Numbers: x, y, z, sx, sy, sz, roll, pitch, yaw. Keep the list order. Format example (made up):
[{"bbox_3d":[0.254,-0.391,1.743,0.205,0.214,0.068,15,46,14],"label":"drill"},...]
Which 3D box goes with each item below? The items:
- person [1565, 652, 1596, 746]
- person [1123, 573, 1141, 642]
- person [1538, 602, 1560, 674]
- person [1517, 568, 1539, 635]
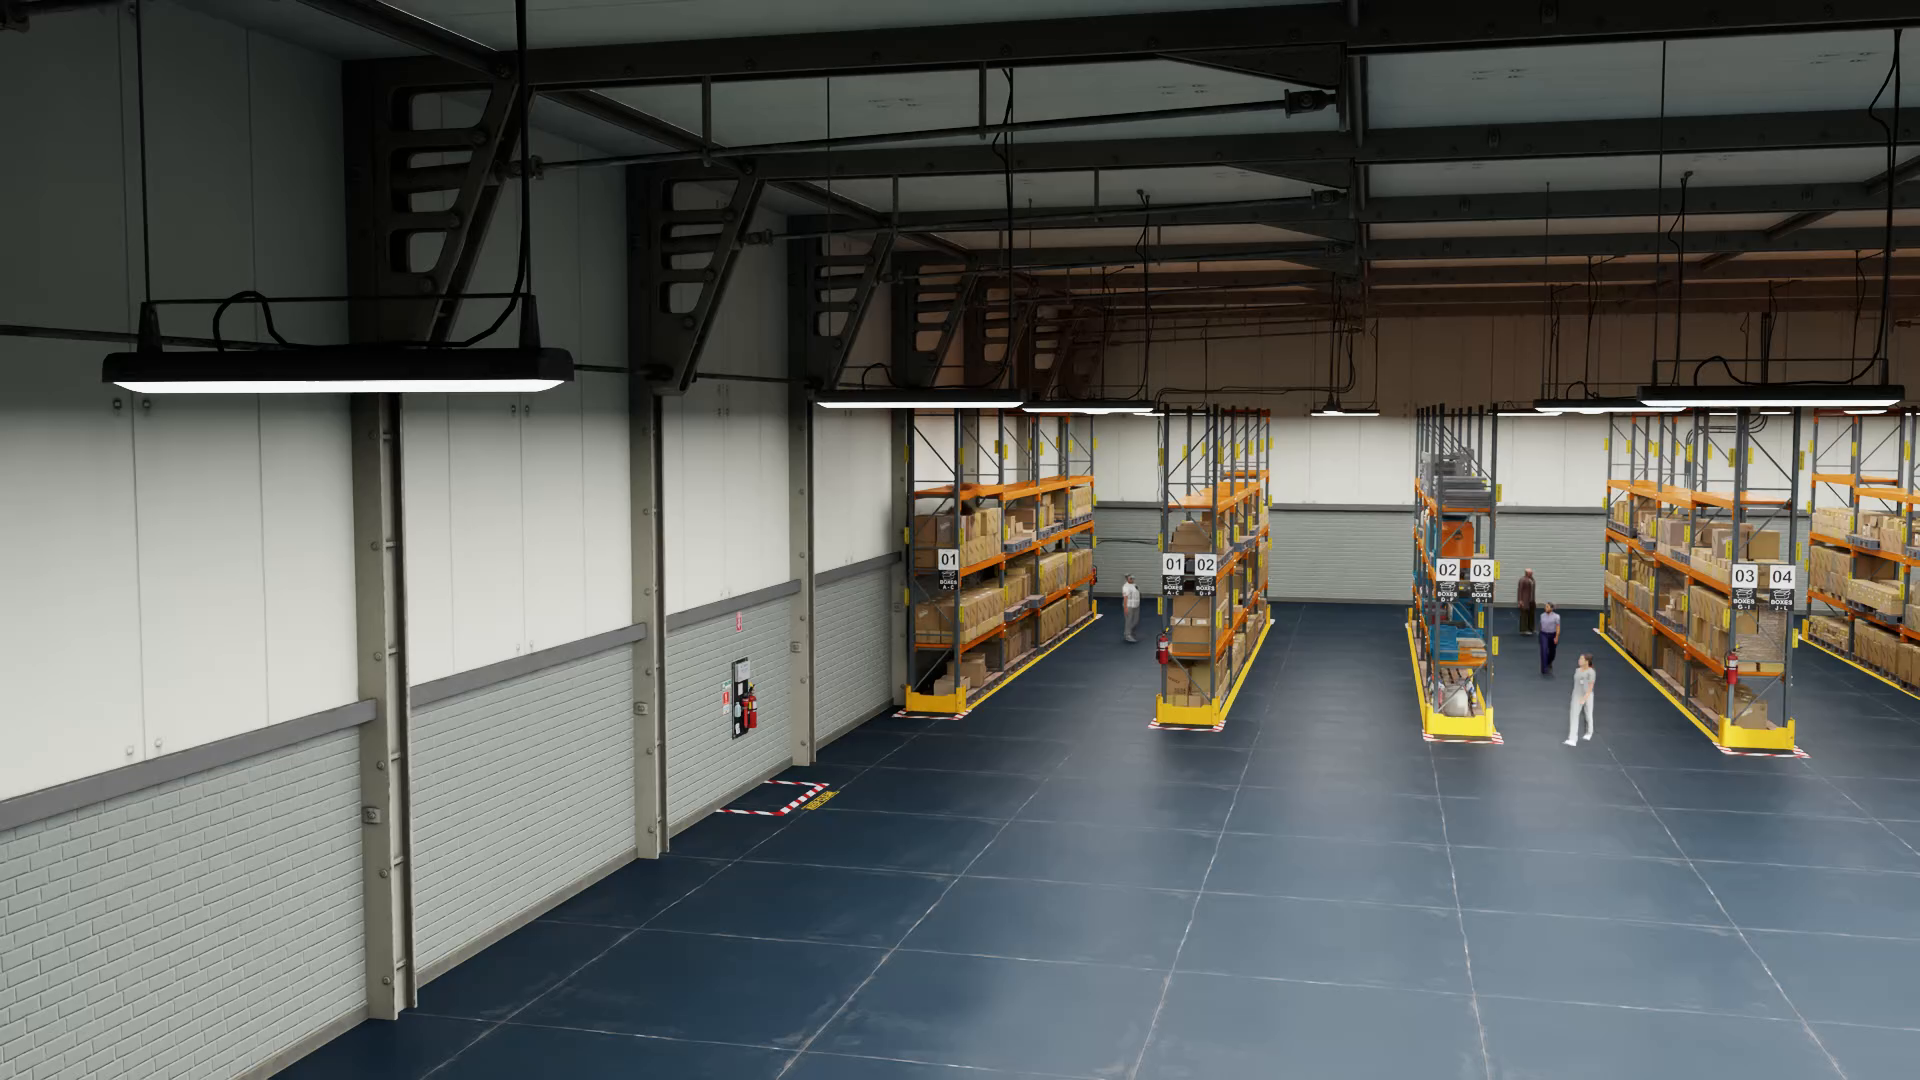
[{"bbox_3d":[10.918,2.781,29.186,0.431,1.617,1.044,2,5,26],"label":"person"},{"bbox_3d":[4.396,1.724,42.877,0.483,1.773,0.616,3,5,39],"label":"person"},{"bbox_3d":[13.253,2.192,37.455,0.459,1.597,0.952,1,4,8],"label":"person"},{"bbox_3d":[15.090,1.633,44.102,0.665,1.795,0.429,-2,5,-31],"label":"person"}]
